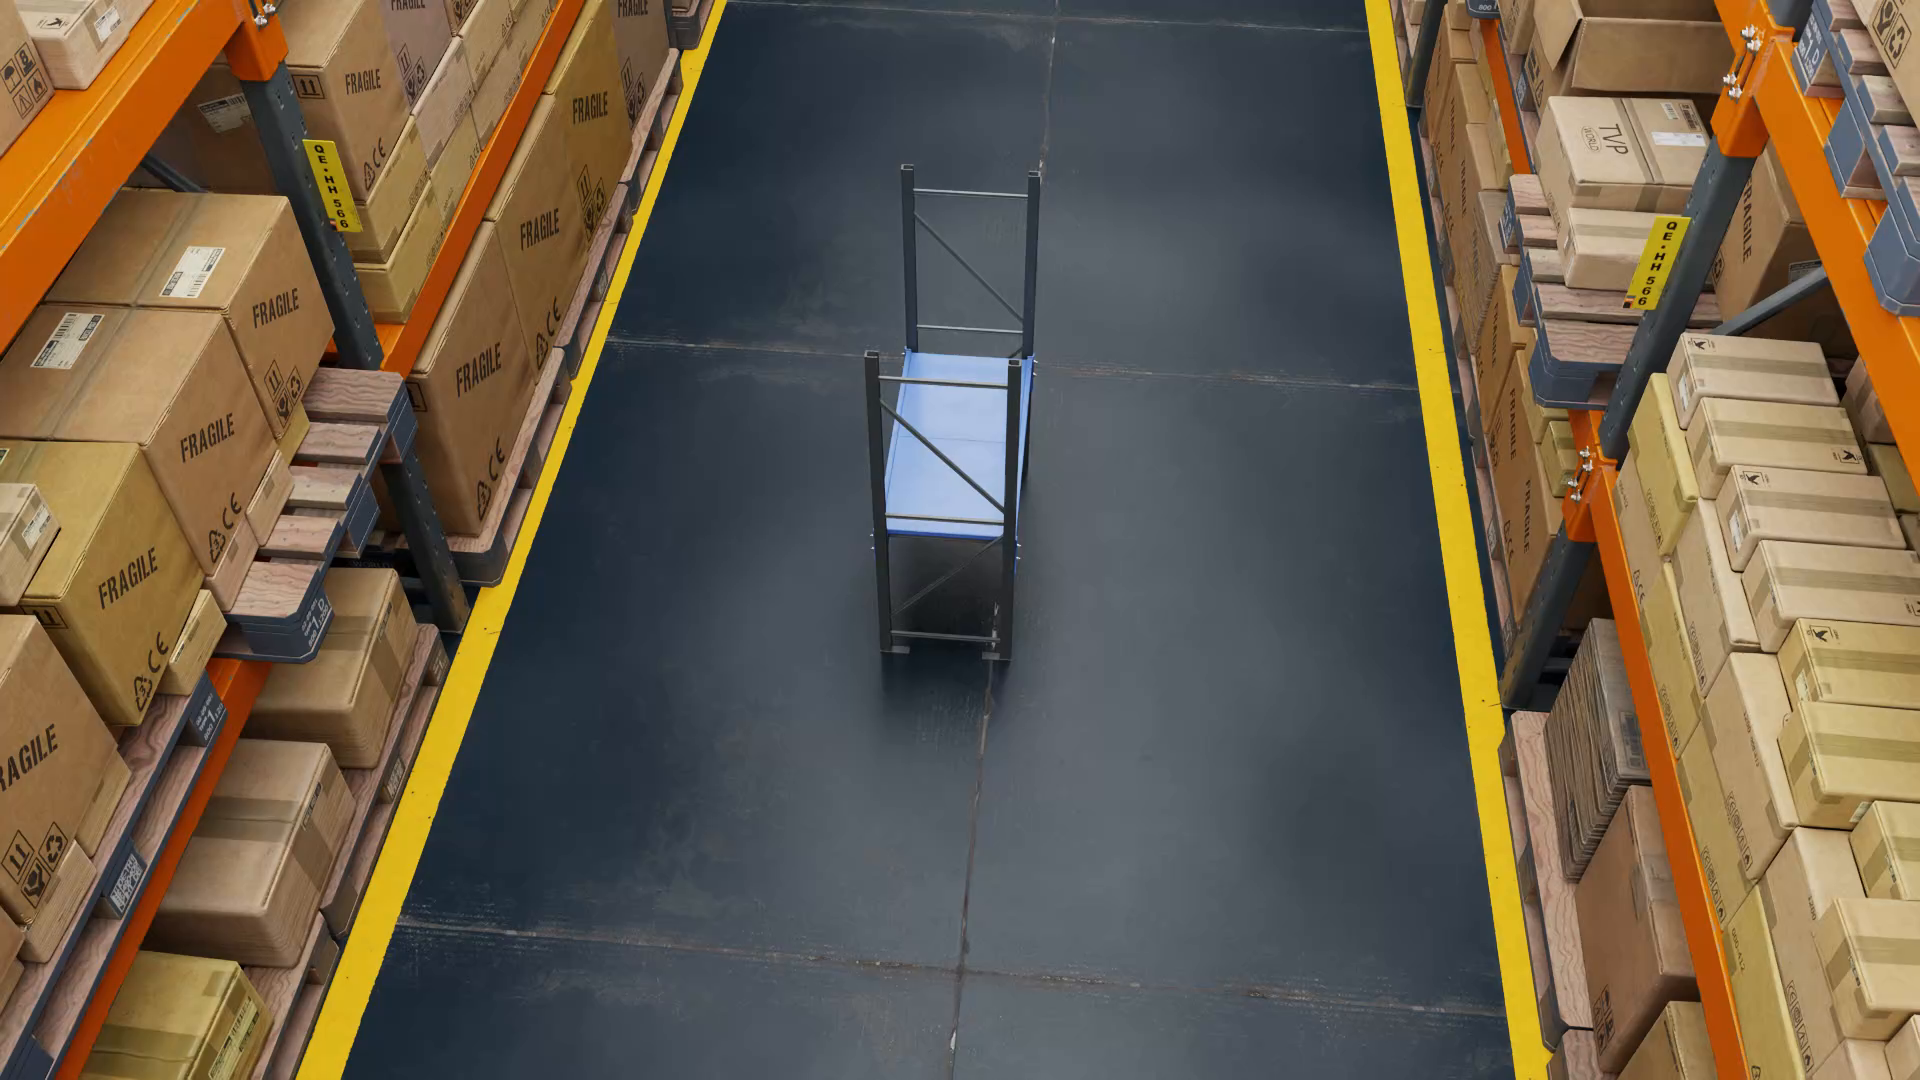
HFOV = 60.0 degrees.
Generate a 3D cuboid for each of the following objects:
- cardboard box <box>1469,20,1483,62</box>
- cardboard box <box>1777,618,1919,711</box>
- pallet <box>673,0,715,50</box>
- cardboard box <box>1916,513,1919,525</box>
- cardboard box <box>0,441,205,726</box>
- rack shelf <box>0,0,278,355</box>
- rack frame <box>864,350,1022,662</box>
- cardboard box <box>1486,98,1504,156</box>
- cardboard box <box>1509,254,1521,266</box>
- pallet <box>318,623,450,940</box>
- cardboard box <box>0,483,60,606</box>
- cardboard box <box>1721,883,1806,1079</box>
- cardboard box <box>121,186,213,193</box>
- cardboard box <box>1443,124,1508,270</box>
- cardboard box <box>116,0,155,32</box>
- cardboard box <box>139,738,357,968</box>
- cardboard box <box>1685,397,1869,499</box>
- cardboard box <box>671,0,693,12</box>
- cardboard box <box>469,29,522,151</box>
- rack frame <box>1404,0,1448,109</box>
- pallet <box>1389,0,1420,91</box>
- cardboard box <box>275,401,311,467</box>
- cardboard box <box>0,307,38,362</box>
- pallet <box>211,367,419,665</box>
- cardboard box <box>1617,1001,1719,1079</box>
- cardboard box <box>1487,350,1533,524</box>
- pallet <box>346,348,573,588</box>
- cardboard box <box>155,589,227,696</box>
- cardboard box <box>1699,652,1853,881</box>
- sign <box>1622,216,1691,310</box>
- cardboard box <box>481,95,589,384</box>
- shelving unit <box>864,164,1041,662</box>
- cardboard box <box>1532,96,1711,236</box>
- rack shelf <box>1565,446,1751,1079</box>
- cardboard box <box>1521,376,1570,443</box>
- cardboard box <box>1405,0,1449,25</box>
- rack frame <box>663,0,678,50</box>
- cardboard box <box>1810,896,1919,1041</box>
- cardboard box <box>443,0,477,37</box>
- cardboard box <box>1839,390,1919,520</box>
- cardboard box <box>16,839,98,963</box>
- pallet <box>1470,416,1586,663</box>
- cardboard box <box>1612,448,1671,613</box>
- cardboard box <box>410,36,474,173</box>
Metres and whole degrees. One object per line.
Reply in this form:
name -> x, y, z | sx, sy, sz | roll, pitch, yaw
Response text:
cardboard box -> 2.642, -2.393, 7.902 | 0.380, 0.149, 0.250 | 3, 48, 2
cardboard box -> 2.176, 0.337, 3.927 | 0.380, 0.149, 0.250 | 4, 48, 4
pallet -> -1.908, -3.274, 9.627 | 1.003, 0.211, 1.213 | 4, 48, 4
cardboard box -> 2.698, -0.005, 4.240 | 0.380, 0.149, 0.250 | 4, 48, 3
cardboard box -> -2.266, 0.106, 4.092 | 0.500, 0.500, 0.500 | 1, 48, 1
rack shelf -> -2.602, -0.022, 3.218 | 1.077, 0.370, 4.000 | 4, 48, 4
rack frame -> -0.054, -0.070, 5.824 | 0.500, 1.500, 0.032 | 4, 48, 4
cardboard box -> 2.558, -1.820, 7.378 | 0.380, 0.149, 0.250 | 4, 48, 3
cardboard box -> 2.465, -1.260, 6.866 | 0.380, 0.149, 0.250 | 2, 48, 2
pallet -> -2.493, 0.793, 5.907 | 1.003, 0.211, 1.213 | 4, 48, 4
cardboard box -> -2.288, 0.004, 3.746 | 0.380, 0.149, 0.250 | 2, 48, 2
cardboard box -> 2.100, 1.099, 3.840 | 0.500, 0.250, 0.500 | 5, 48, 5
cardboard box -> -2.629, -1.213, 5.616 | 0.500, 0.250, 0.500 | 4, 48, 3
cardboard box -> 2.531, -1.530, 7.552 | 0.500, 0.500, 0.500 | 3, 48, 2
cardboard box -> -2.240, -1.404, 4.165 | 0.380, 0.149, 0.250 | 4, 48, 4
cardboard box -> -2.541, 0.980, 5.343 | 0.950, 0.372, 0.625 | 3, 48, 3
cardboard box -> 2.178, -0.233, 4.449 | 0.380, 0.149, 0.250 | 5, 48, 4
cardboard box -> -1.891, -3.393, 9.298 | 0.875, 0.438, 0.875 | 3, 48, 3
cardboard box -> -2.042, -1.778, 6.471 | 0.500, 0.250, 0.500 | 5, 48, 5
rack frame -> 2.888, -3.330, 7.789 | 1.000, 3.000, 0.127 | 4, 48, 4
pallet -> 2.951, -2.894, 9.280 | 1.003, 0.211, 1.213 | 4, 48, 4
cardboard box -> -2.168, -0.320, 4.922 | 0.380, 0.149, 0.250 | 5, 48, 4
cardboard box -> -2.732, -0.299, 4.463 | 0.500, 0.500, 0.500 | 6, 48, 6
pallet -> -2.379, -0.126, 4.989 | 1.213, 0.211, 1.003 | 4, 48, 4
cardboard box -> 2.340, 1.702, 4.512 | 0.875, 0.625, 0.625 | 2, 48, 2
cardboard box -> 2.404, -0.381, 6.501 | 0.500, 0.500, 0.500 | 3, 48, 3
pallet -> -2.273, -0.355, 6.958 | 1.003, 0.211, 1.213 | 4, 48, 4
cardboard box -> -2.188, 0.255, 4.395 | 0.380, 0.149, 0.250 | 5, 48, 4
cardboard box -> 2.127, 0.552, 4.001 | 0.500, 0.250, 0.500 | 3, 48, 3
sign -> 1.982, -0.785, 4.730 | 0.100, 0.325, 0.005 | 4, 48, 4
cardboard box -> -2.189, -1.304, 7.091 | 0.875, 0.875, 0.875 | 4, 48, 4
shelving unit -> -0.008, -0.443, 6.165 | 0.538, 1.500, 1.048 | 4, 48, 4
cardboard box -> 2.297, -1.279, 5.730 | 0.500, 0.250, 0.500 | 2, 48, 2
rack shelf -> 2.341, 1.322, 4.022 | 1.077, 0.370, 4.000 | 4, 48, 4
cardboard box -> 2.310, -0.491, 6.162 | 0.380, 0.149, 0.250 | 2, 48, 2
cardboard box -> 2.646, -2.939, 9.079 | 0.380, 0.149, 0.250 | 3, 48, 2
rack frame -> -2.056, -3.661, 8.092 | 1.000, 3.000, 0.127 | 4, 48, 4
cardboard box -> 2.003, 0.889, 3.423 | 0.380, 0.149, 0.250 | 3, 48, 2
cardboard box -> -2.034, -2.183, 5.995 | 0.500, 0.500, 0.500 | 5, 48, 5
cardboard box -> 2.759, -0.160, 4.653 | 0.500, 0.250, 0.500 | 5, 48, 4
cardboard box -> -2.273, 0.820, 3.879 | 0.380, 0.149, 0.250 | 6, 48, 5
pallet -> 2.629, 0.004, 6.629 | 1.003, 0.211, 1.213 | 4, 48, 4
cardboard box -> 2.239, -0.031, 4.873 | 0.500, 0.250, 0.500 | 4, 48, 4
cardboard box -> -2.080, -1.576, 5.947 | 0.500, 0.250, 0.500 | 5, 48, 4
